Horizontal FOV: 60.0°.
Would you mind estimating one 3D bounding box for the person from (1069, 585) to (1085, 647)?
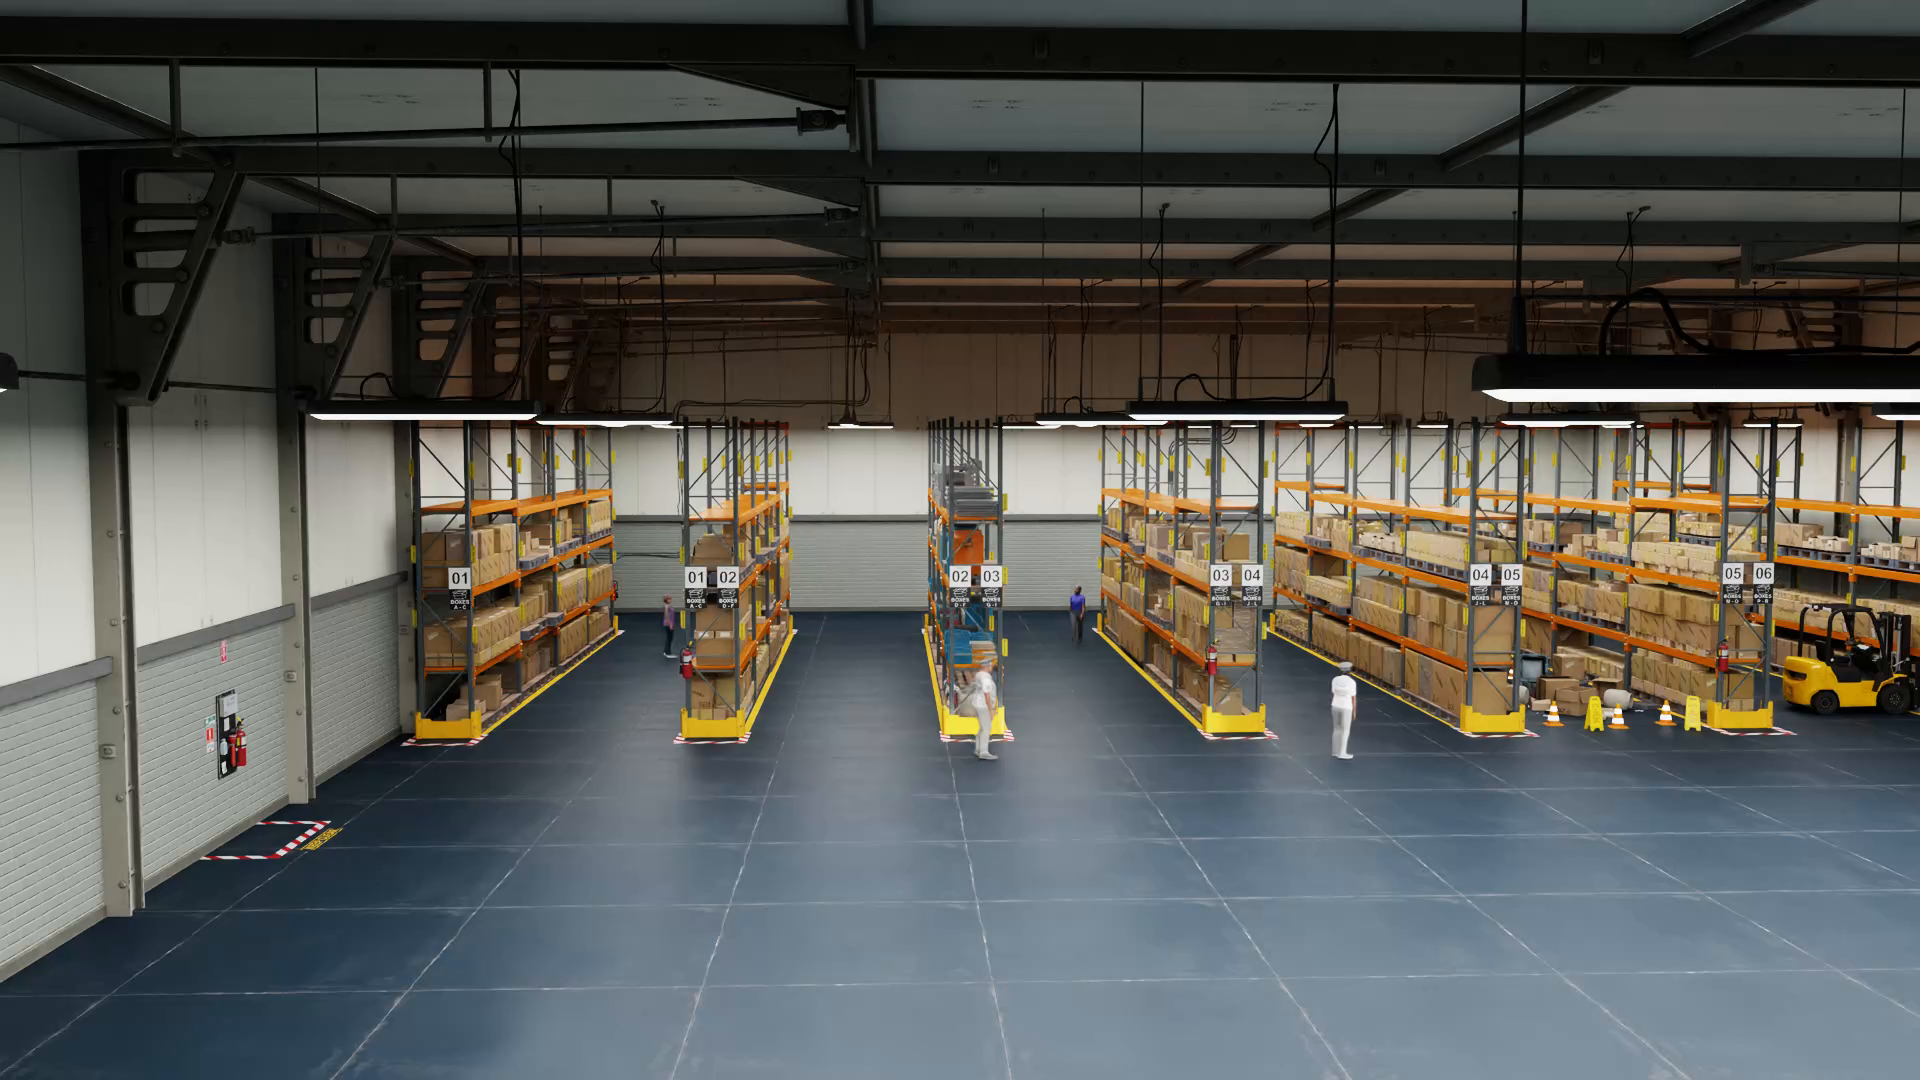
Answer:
[{"bbox_3d":[3.140,2.016,44.493,0.418,1.588,0.950,0,4,1],"label":"person"}]

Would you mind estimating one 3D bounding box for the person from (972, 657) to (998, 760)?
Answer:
[{"bbox_3d":[0.433,2.986,29.143,0.401,1.852,0.636,-1,4,-15],"label":"person"}]

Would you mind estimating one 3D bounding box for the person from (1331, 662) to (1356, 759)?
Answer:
[{"bbox_3d":[6.727,2.984,29.117,0.465,1.682,0.391,4,5,44],"label":"person"}]

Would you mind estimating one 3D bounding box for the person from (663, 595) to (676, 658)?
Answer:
[{"bbox_3d":[-7.344,2.187,42.047,0.313,1.621,0.456,-1,4,-15],"label":"person"}]
